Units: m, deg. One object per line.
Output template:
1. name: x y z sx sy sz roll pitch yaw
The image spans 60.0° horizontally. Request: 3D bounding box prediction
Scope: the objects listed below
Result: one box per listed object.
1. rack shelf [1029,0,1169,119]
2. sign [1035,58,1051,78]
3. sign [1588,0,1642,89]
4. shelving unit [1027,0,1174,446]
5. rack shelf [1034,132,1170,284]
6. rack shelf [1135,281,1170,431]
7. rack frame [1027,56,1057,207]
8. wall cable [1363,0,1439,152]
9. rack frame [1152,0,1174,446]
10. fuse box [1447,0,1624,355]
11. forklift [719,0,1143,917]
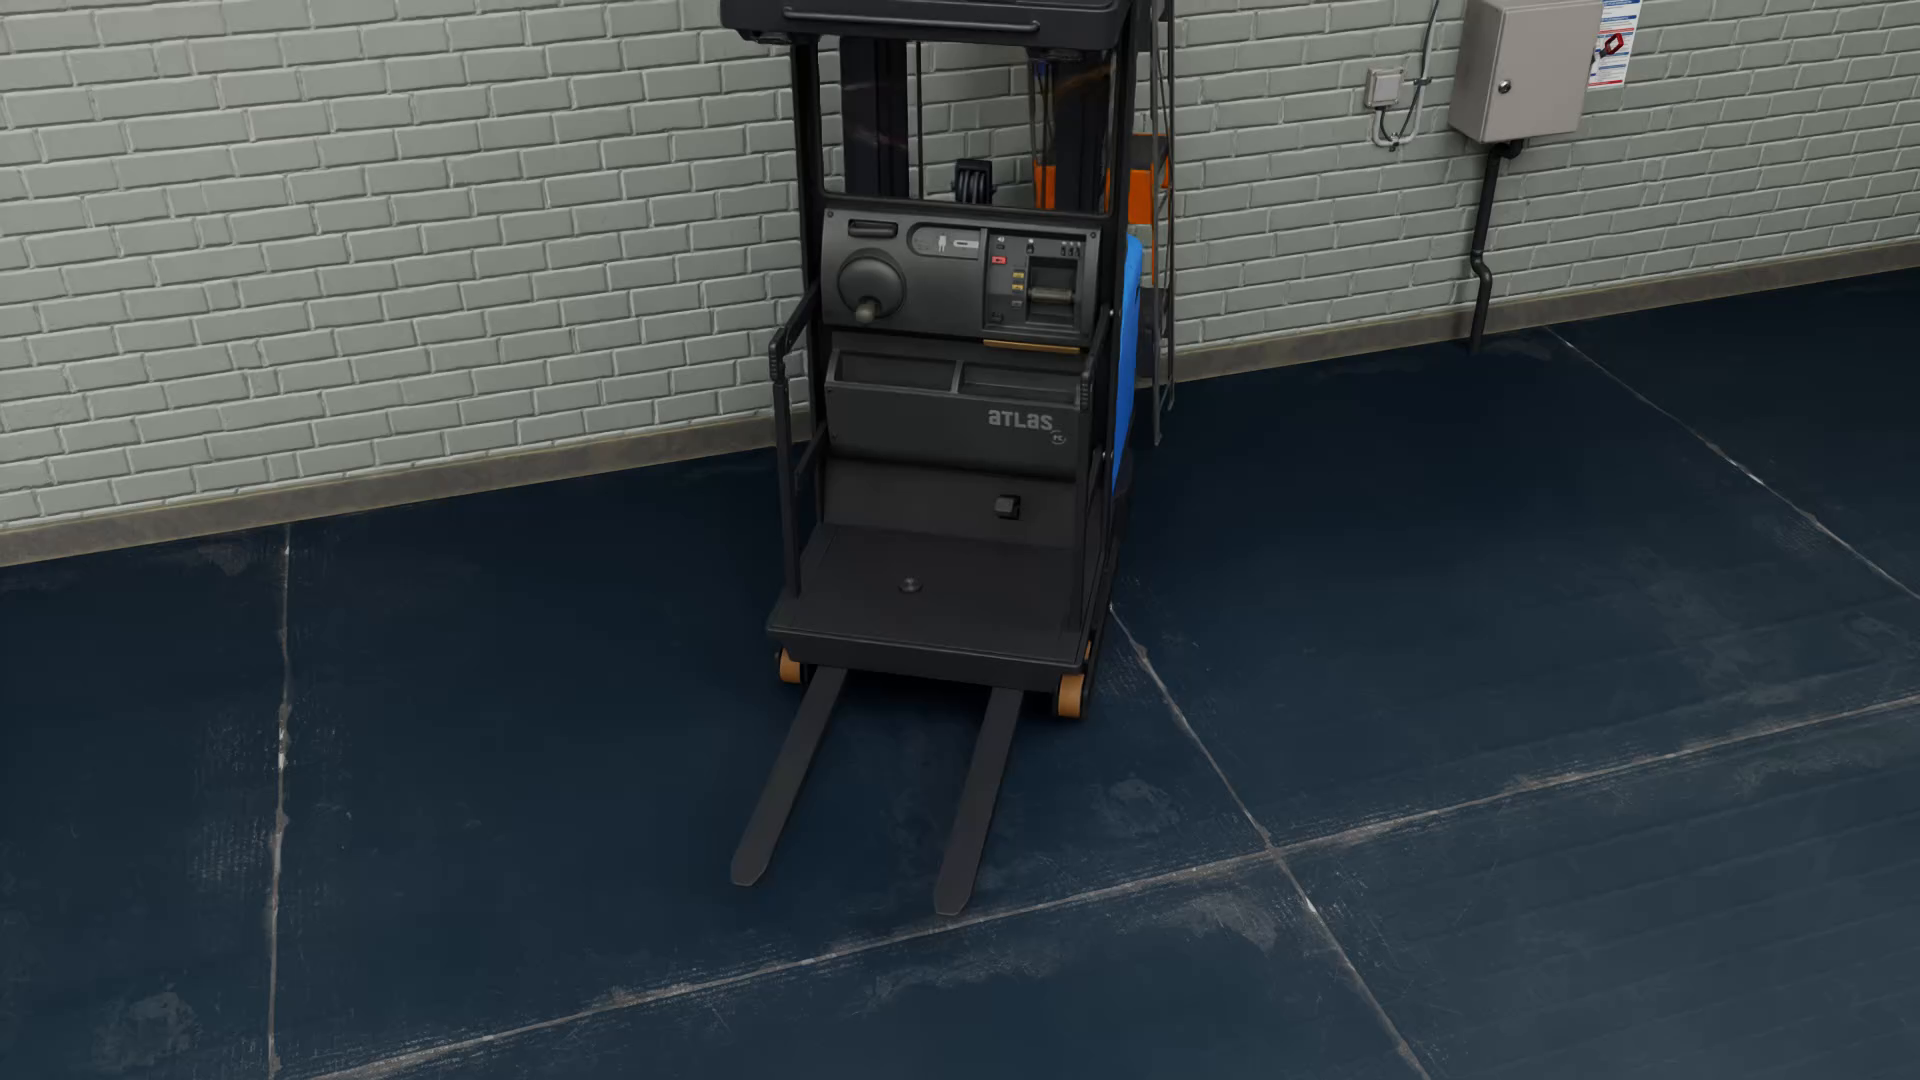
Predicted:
1. rack shelf: 0.552 -1.975 6.489 0.480 0.518 0.431 6 36 16
2. sign: 0.436 -2.020 6.841 0.327 0.218 0.001 -10 35 -15
3. sign: 2.953 -2.312 7.614 0.329 0.494 0.001 -10 35 -15
4. shelving unit: 0.602 -1.409 6.876 0.503 2.100 0.431 6 36 16
5. rack shelf: 0.603 -1.398 6.884 0.480 0.518 0.431 6 36 16
6. rack shelf: 0.653 -0.822 7.278 0.480 0.518 0.431 6 36 16
7. rack frame: 0.368 -1.434 6.942 0.015 2.100 0.400 6 36 16
8. wall cable: 1.848 -2.552 6.969 0.588 1.984 0.122 -10 35 -15
9. rack frame: 0.835 -1.385 6.810 0.015 2.100 0.400 6 36 16
10. fuse box: 2.546 -1.622 7.653 0.539 1.711 0.414 -10 35 -15
11. forklift: -0.043 -0.821 5.334 1.130 2.935 3.031 6 34 9
